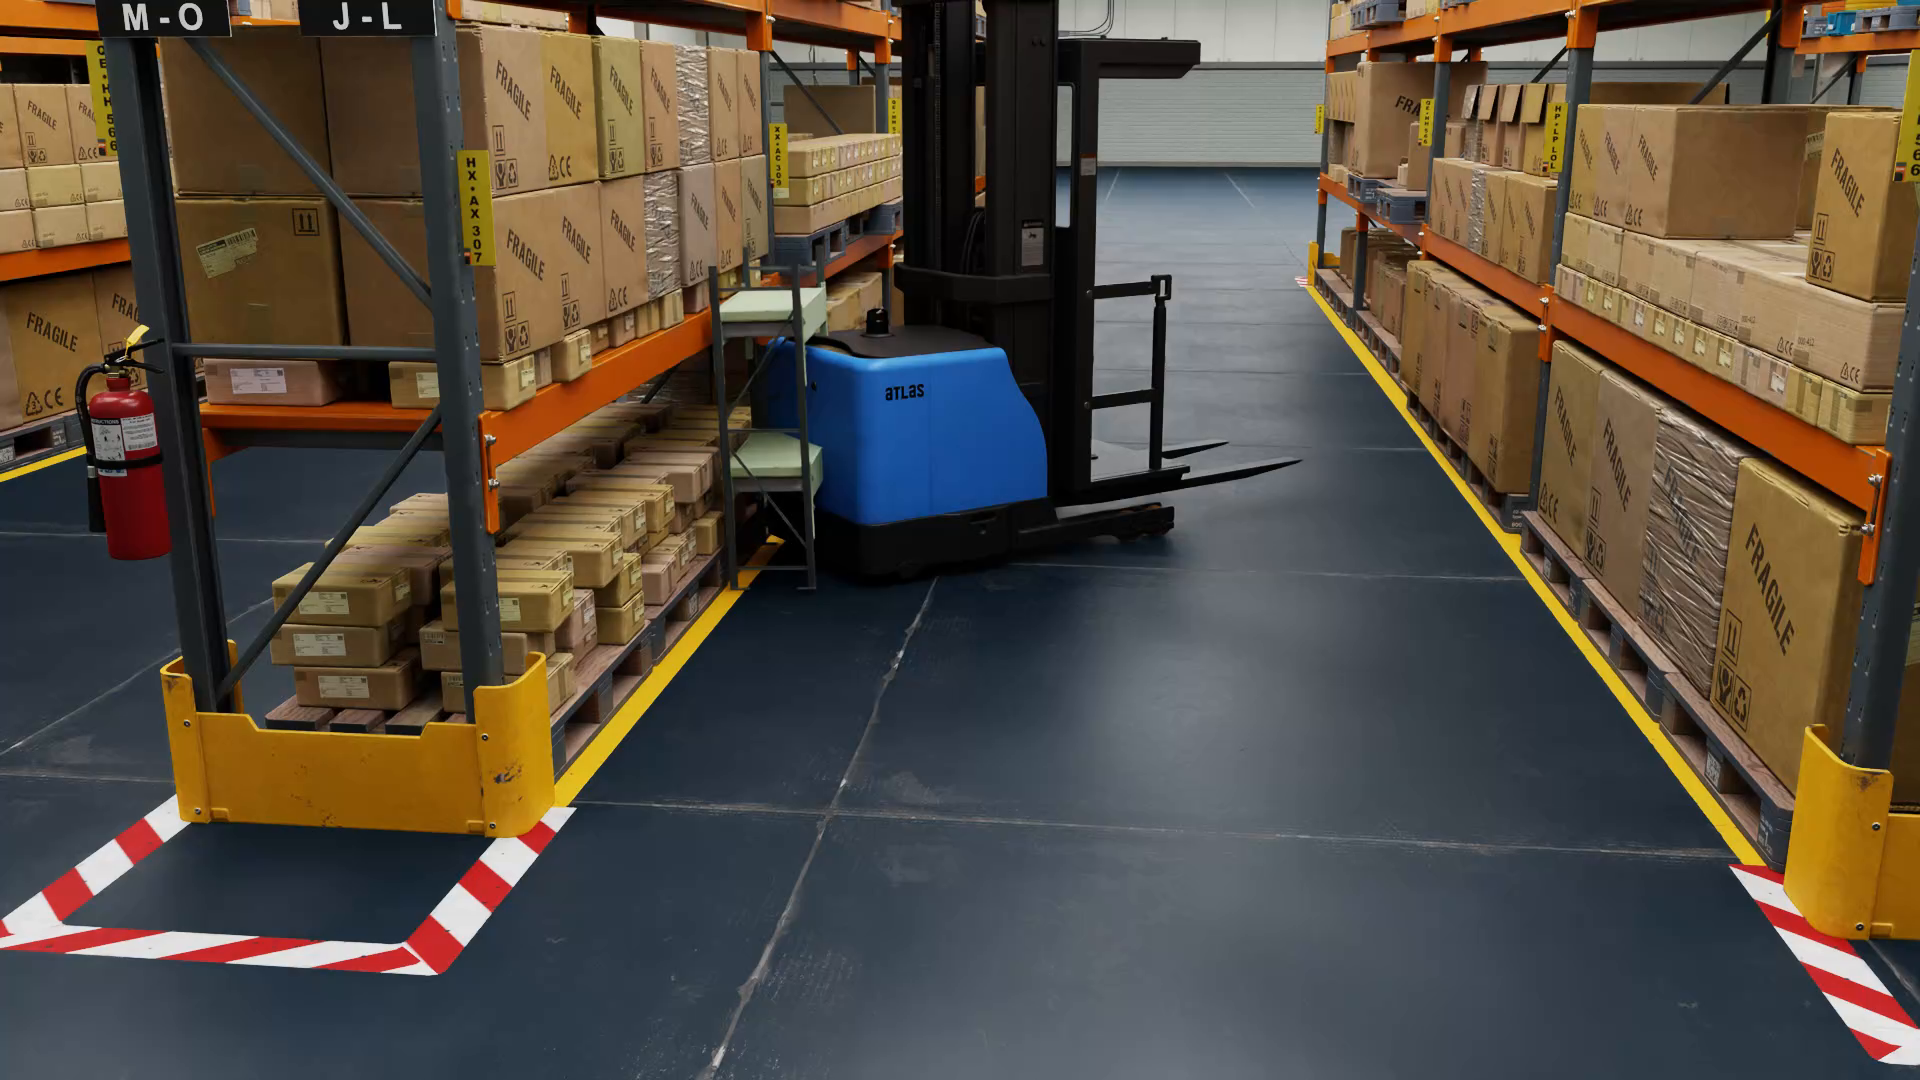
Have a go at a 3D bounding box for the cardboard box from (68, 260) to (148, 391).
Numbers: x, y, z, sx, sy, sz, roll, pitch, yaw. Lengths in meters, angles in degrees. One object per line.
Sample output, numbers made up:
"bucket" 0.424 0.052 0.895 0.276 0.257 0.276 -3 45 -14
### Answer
"cardboard box" -6.228 -1.518 11.794 0.875 0.875 0.875 2 15 7

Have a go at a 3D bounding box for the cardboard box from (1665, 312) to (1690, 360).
"cardboard box" 2.867 -0.759 6.204 0.380 0.149 0.250 2 15 7

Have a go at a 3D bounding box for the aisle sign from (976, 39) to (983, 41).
"aisle sign" 0.176 -5.968 20.008 0.394 0.787 0.004 2 15 6

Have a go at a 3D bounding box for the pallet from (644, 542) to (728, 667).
"pallet" -1.660 0.247 7.344 1.003 0.211 1.213 2 15 6

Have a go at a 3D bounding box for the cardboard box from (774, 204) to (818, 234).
"cardboard box" -0.983 -1.762 9.107 0.380 0.149 0.250 1 15 4

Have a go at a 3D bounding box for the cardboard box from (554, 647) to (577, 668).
"cardboard box" -1.610 0.423 6.010 0.380 0.149 0.250 2 15 6

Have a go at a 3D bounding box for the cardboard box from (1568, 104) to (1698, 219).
"cardboard box" 3.125 -1.736 7.616 0.500 0.500 0.500 2 15 6

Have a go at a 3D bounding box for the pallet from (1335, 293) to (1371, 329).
"pallet" 4.376 -2.323 16.850 1.003 0.211 1.213 2 15 6

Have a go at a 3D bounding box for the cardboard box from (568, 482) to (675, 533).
"cardboard box" -1.410 -0.136 6.935 0.380 0.149 0.250 2 15 7

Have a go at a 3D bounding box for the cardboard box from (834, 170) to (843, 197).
"cardboard box" -0.898 -2.107 9.814 0.380 0.149 0.250 1 15 4

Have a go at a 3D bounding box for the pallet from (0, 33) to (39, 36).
"pallet" -10.373 -5.559 17.895 1.003 0.211 1.213 2 15 6

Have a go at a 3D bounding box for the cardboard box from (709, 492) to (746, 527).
"cardboard box" -1.268 -0.171 8.205 0.380 0.149 0.250 1 15 4

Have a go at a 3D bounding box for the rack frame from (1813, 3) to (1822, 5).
"rack frame" 9.708 -7.282 18.352 1.000 3.000 0.127 2 15 6

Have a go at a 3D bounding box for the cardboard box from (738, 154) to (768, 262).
"cardboard box" -1.258 -1.650 8.255 0.500 0.500 0.500 2 15 6

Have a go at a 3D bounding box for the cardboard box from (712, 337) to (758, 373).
"cardboard box" -1.138 -1.134 9.655 0.500 0.250 0.500 1 15 4

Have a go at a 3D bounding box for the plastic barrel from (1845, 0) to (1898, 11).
"plastic barrel" 9.706 -5.828 17.557 0.600 0.588 0.600 0 15 0

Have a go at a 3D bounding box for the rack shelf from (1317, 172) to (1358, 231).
"rack shelf" 4.561 -3.666 17.850 1.077 0.370 4.000 2 15 6

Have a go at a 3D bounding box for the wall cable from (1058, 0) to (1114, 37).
"wall cable" 3.496 -17.575 49.902 2.305 6.003 0.169 2 15 6

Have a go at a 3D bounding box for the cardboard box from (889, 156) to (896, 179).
"cardboard box" -0.665 -2.643 11.798 0.380 0.149 0.250 2 15 8

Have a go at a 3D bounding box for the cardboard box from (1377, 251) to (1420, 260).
"cardboard box" 4.420 -2.593 16.488 0.500 0.500 0.500 1 15 5

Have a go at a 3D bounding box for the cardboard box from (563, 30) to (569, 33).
"cardboard box" -4.818 -5.984 19.780 0.380 0.149 0.250 2 15 7

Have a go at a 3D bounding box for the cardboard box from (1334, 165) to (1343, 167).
"cardboard box" 4.420 -4.149 18.742 0.380 0.149 0.250 2 15 6

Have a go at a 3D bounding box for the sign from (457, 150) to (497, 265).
"sign" -1.396 -0.956 4.793 0.100 0.325 0.005 2 15 6

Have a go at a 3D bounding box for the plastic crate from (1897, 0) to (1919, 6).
"plastic crate" 9.792 -5.323 16.883 0.392 0.384 0.575 2 15 6

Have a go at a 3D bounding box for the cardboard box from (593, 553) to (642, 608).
"cardboard box" -1.458 0.149 6.453 0.380 0.149 0.250 2 15 8

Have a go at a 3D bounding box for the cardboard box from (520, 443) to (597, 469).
"cardboard box" -1.915 -0.353 7.740 0.380 0.149 0.250 2 15 7

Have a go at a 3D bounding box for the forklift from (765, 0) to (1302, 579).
"forklift" 0.520 -1.507 8.621 3.031 2.935 1.130 -10 18 -33

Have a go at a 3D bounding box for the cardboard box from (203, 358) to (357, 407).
"cardboard box" -2.180 -0.526 5.341 0.380 0.149 0.250 2 15 6

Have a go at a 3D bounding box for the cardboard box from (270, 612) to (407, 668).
"cardboard box" -2.160 0.330 5.781 0.380 0.149 0.250 1 15 5

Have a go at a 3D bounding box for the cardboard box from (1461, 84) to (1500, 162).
"cardboard box" 3.785 -2.800 11.157 0.797 0.503 0.637 2 15 8

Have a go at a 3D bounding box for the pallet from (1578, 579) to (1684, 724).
"pallet" 3.134 0.439 6.634 1.003 0.211 1.213 2 15 6

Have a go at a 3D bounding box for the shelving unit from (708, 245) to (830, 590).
"shelving unit" -0.864 -0.593 7.877 0.431 1.500 0.755 0 16 4

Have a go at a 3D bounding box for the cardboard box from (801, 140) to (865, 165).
"cardboard box" -0.811 -2.454 10.529 0.380 0.149 0.250 2 15 8

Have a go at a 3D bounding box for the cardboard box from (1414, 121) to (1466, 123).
"cardboard box" 4.232 -3.294 14.097 0.797 0.503 0.637 3 15 12

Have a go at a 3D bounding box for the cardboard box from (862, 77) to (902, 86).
"cardboard box" -0.506 -4.355 16.664 0.875 0.550 0.550 2 15 6

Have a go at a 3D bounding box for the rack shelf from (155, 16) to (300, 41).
"rack shelf" -5.737 -4.368 14.701 1.077 0.370 4.000 2 15 6

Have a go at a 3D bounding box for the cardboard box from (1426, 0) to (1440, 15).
"cardboard box" 3.694 -3.963 12.112 0.500 0.250 0.500 2 15 6

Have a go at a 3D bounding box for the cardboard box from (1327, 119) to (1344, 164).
"cardboard box" 4.697 -4.582 19.098 0.875 0.500 0.500 2 15 6

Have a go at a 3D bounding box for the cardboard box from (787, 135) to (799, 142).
"cardboard box" -1.337 -2.750 11.624 0.380 0.149 0.250 2 15 6

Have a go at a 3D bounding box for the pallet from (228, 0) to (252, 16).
"pallet" -5.983 -3.937 12.090 1.213 0.211 1.003 2 15 9

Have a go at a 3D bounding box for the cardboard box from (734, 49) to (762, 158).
"cardboard box" -1.269 -2.136 8.139 0.500 0.500 0.500 1 15 4

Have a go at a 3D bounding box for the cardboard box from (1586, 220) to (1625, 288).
"cardboard box" 3.058 -1.247 7.246 0.500 0.250 0.500 2 15 6

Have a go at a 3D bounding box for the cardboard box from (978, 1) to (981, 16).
"cardboard box" 0.025 -5.856 18.310 0.380 0.149 0.250 2 15 7

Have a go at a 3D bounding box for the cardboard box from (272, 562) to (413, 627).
"cardboard box" -2.128 0.187 5.740 0.380 0.149 0.250 2 15 7

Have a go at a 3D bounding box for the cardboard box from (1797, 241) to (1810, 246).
"cardboard box" 3.470 -0.970 6.221 0.500 0.250 0.500 1 15 5

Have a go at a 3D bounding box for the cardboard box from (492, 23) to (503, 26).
"cardboard box" -5.120 -5.453 17.816 0.380 0.149 0.250 1 15 5

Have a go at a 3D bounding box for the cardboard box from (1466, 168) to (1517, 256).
"cardboard box" 3.390 -1.991 10.085 0.500 0.500 0.500 2 15 6

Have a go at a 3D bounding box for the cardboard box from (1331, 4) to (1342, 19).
"cardboard box" 4.401 -5.971 18.773 0.380 0.149 0.250 2 15 7

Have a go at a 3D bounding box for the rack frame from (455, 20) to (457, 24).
"rack frame" -5.511 -3.786 16.917 1.000 3.000 0.127 2 15 6

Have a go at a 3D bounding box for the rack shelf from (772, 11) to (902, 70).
"rack shelf" -0.807 -4.248 14.259 1.077 0.370 4.000 2 15 6

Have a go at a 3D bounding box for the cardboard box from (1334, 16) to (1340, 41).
"cardboard box" 4.423 -5.656 18.373 0.500 0.250 0.500 1 15 5

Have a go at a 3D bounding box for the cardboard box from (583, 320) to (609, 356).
"cardboard box" -1.554 -0.784 6.295 0.380 0.149 0.250 2 15 6

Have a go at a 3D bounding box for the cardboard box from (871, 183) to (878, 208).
"cardboard box" -0.751 -2.304 11.111 0.380 0.149 0.250 1 15 4

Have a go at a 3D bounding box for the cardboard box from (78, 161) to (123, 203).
"cardboard box" -5.915 -2.383 11.059 0.500 0.250 0.500 1 15 5
